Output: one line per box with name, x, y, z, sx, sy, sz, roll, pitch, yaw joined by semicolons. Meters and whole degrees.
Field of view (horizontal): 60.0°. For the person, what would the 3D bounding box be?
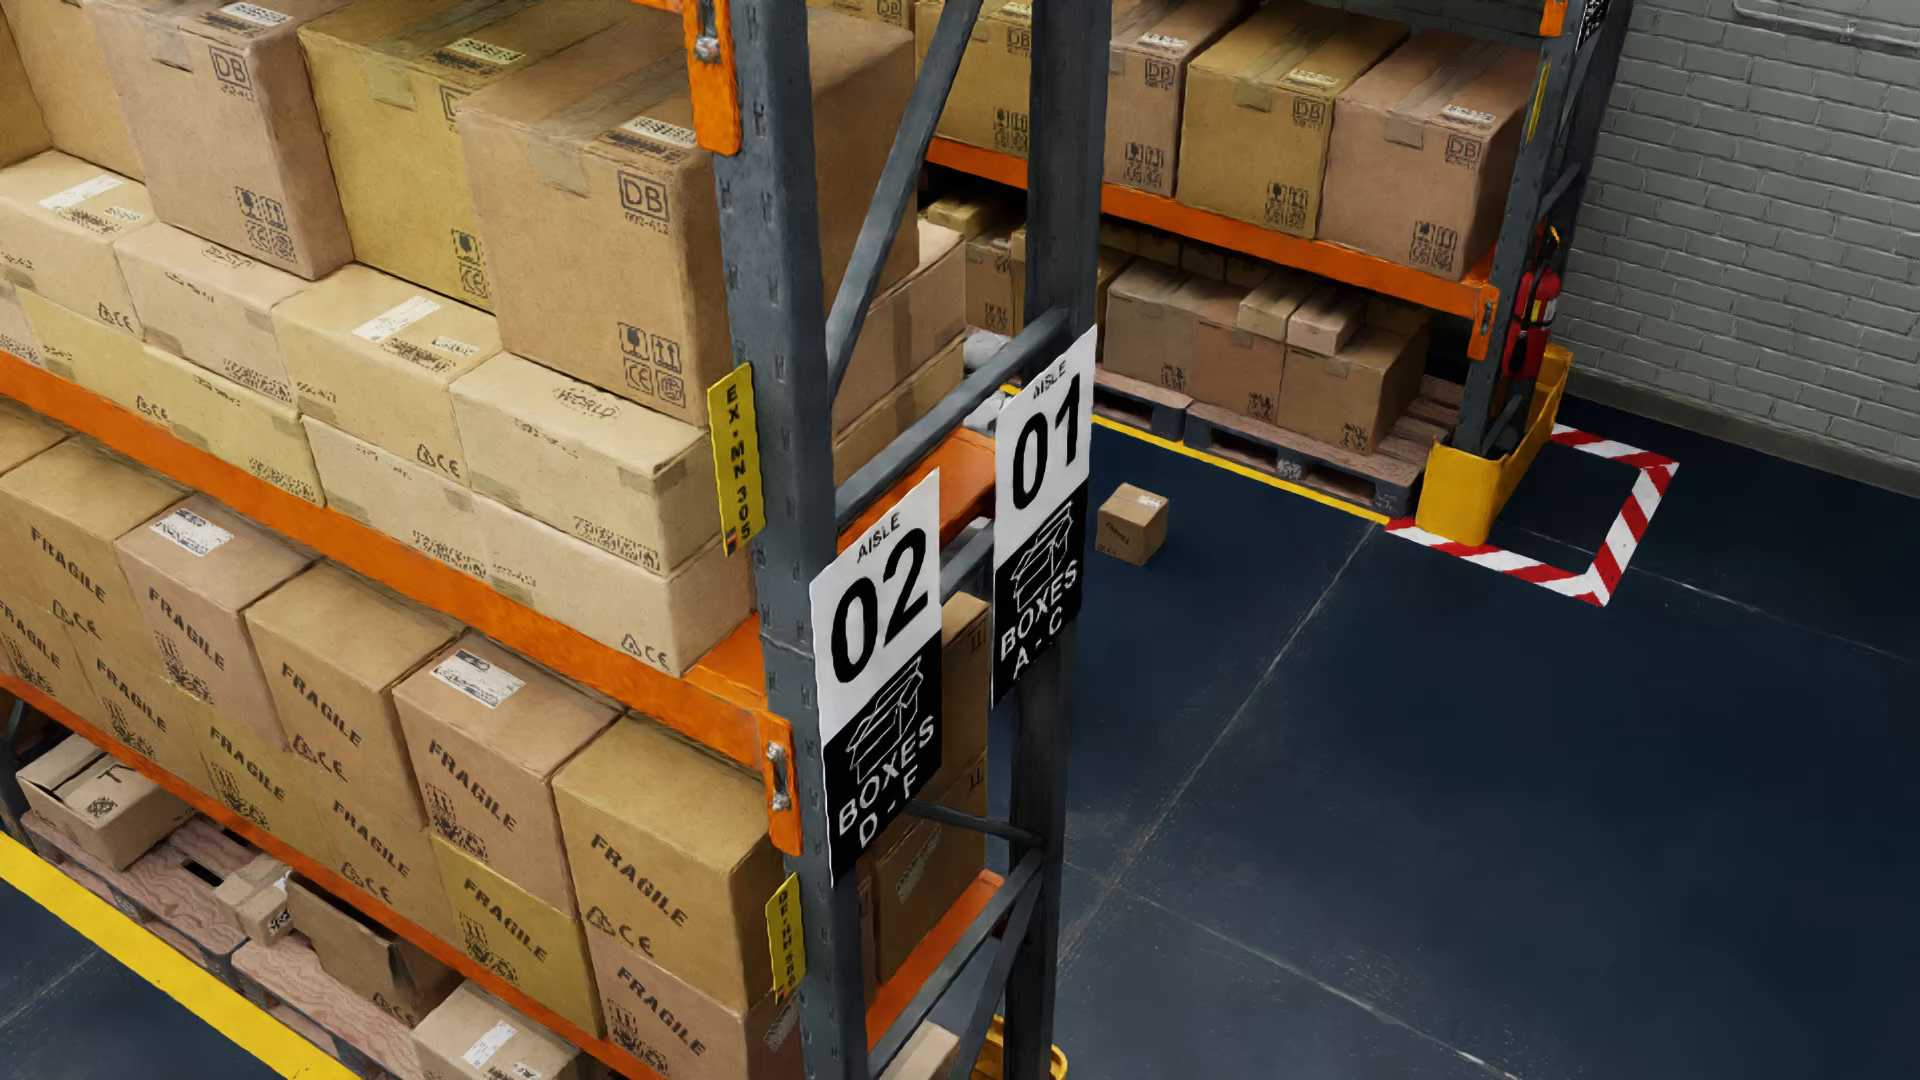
person;0.072;-0.091;6.788;0.481;1.671;0.502;5;39;7
